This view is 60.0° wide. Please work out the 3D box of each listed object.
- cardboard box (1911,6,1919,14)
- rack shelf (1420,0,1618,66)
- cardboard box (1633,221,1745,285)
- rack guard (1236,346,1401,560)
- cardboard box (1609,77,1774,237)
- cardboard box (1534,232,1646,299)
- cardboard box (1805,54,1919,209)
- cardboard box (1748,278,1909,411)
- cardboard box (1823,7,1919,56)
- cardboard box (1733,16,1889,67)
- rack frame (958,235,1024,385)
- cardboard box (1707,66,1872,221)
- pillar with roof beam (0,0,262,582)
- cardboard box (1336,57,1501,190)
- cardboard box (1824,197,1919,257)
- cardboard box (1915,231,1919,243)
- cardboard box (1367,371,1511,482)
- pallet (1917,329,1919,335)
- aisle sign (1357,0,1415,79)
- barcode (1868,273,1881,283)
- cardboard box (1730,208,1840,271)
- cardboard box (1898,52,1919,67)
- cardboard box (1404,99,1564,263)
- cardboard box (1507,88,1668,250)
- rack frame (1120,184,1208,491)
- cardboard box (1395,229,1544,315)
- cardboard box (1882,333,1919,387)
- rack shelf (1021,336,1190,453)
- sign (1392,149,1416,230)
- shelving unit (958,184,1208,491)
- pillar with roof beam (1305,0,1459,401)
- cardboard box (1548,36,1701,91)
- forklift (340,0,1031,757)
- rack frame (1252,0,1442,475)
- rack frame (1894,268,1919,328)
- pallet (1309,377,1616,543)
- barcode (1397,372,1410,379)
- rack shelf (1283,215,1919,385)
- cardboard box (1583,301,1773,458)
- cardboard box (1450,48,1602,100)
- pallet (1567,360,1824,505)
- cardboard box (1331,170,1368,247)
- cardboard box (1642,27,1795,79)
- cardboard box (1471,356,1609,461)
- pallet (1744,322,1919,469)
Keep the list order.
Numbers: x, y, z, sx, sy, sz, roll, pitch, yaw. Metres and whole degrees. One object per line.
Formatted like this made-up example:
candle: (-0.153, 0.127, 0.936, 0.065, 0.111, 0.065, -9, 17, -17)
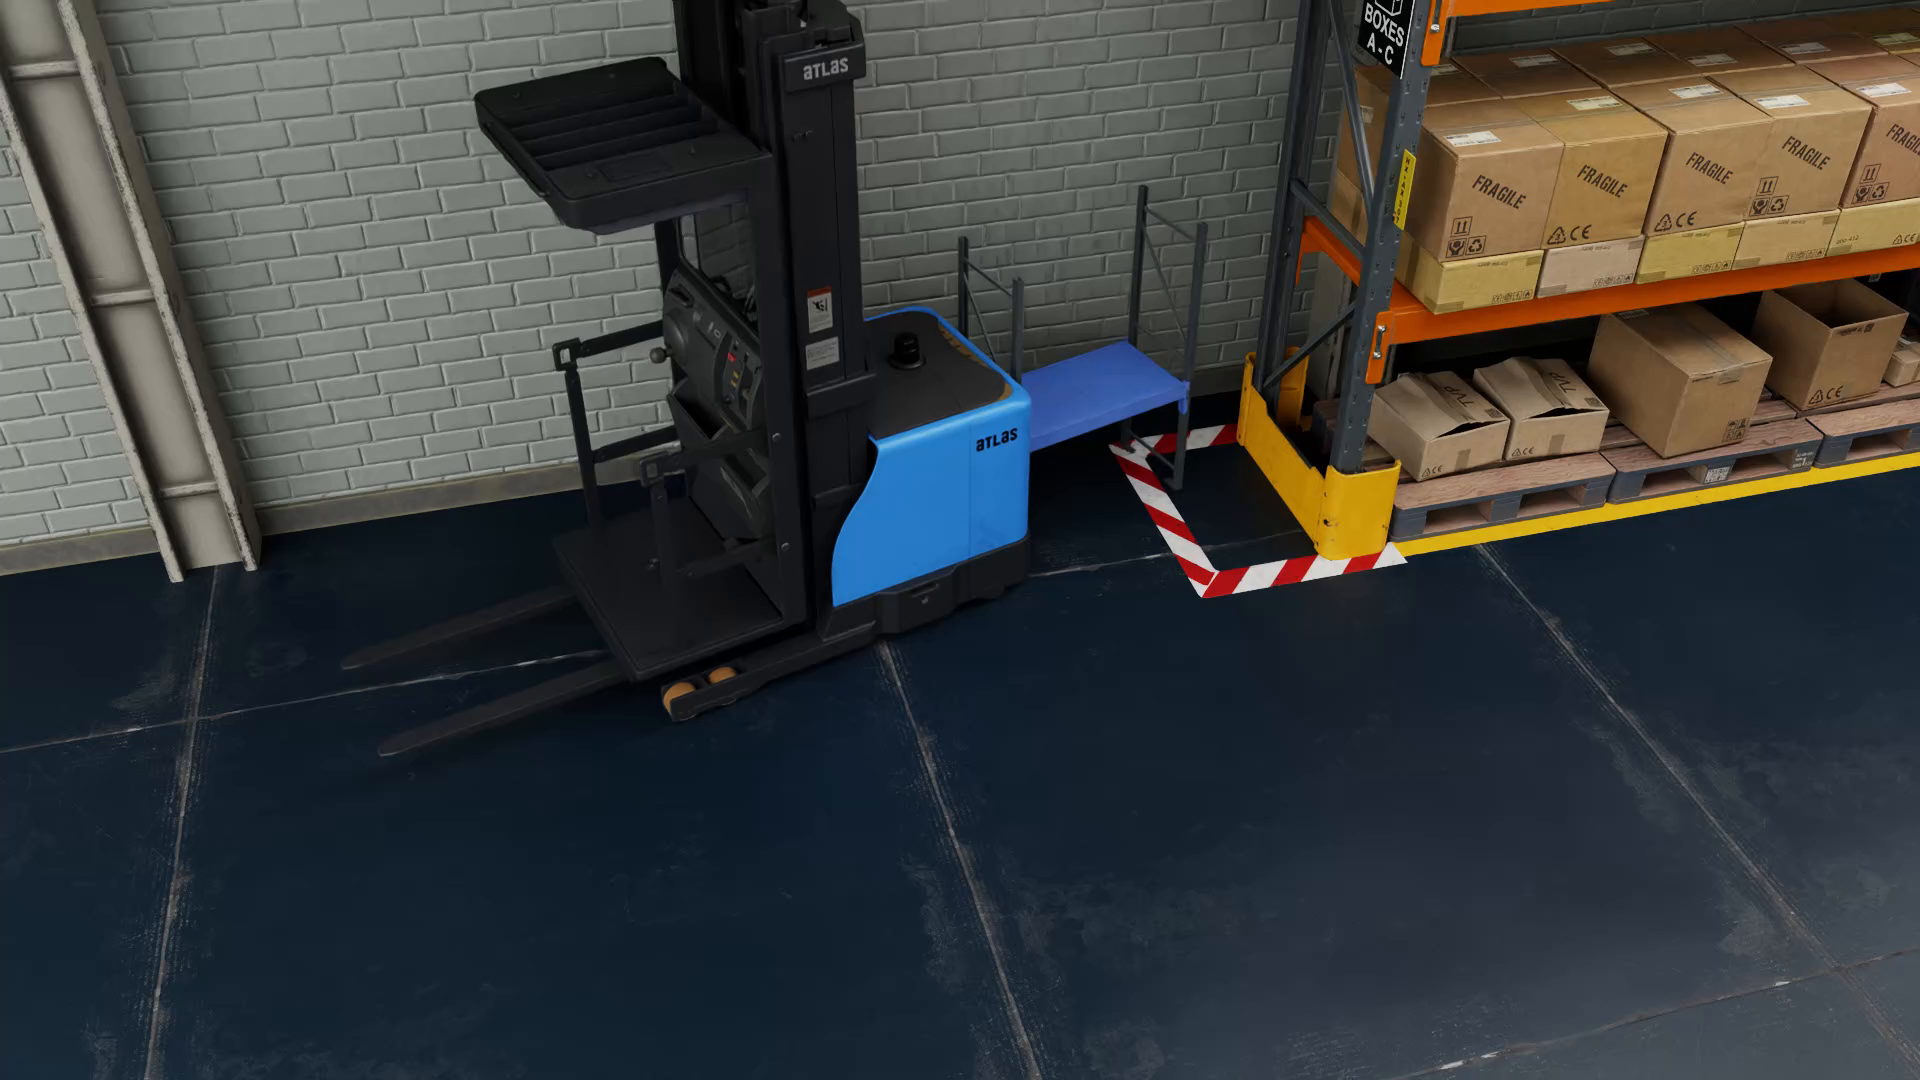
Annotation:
cardboard box: (5.070, -2.369, 8.347, 0.500, 0.500, 0.500, -10, 39, -13)
rack shelf: (3.647, -2.663, 7.365, 4.000, 0.370, 1.077, -9, 38, -12)
cardboard box: (3.261, -1.448, 7.761, 0.500, 0.250, 0.500, -10, 39, -13)
rack guard: (1.790, -0.460, 8.419, 0.348, 0.500, 1.175, -9, 38, -12)
cardboard box: (3.236, -1.737, 7.521, 0.500, 0.500, 0.500, -11, 39, -13)
cardboard box: (2.768, -1.371, 7.660, 0.500, 0.250, 0.500, -10, 39, -13)
cardboard box: (4.233, -1.909, 7.745, 0.500, 0.500, 0.500, -10, 39, -13)
cardboard box: (4.586, -1.069, 8.853, 0.500, 0.500, 0.500, -12, 39, -15)
cardboard box: (4.569, -2.289, 8.243, 0.500, 0.500, 0.500, -10, 38, -12)
cardboard box: (4.087, -2.213, 8.144, 0.500, 0.500, 0.500, -8, 38, -11)
rack frame: (0.135, -0.659, 7.856, 0.032, 1.500, 0.500, -21, 42, -25)
cardboard box: (3.731, -1.826, 7.637, 0.500, 0.500, 0.500, -8, 38, -11)
pillar with roof beam: (-2.503, -0.966, 2.086, 0.400, 9.000, 9.100, -9, 38, -12)
cardboard box: (2.116, -1.886, 7.716, 0.500, 0.500, 0.500, -10, 38, -12)
cardboard box: (4.235, -1.607, 7.969, 0.500, 0.250, 0.500, -10, 38, -12)
cardboard box: (4.717, -1.696, 8.085, 0.500, 0.250, 0.500, -9, 38, -12)
cardboard box: (2.408, -0.604, 8.402, 0.500, 0.311, 0.500, -14, 39, -17)
pallet: (6.329, -1.091, 9.482, 1.213, 0.211, 1.003, -9, 38, -12)
aisle sign: (1.725, -2.286, 6.609, 0.004, 0.787, 0.394, -9, 38, -12)
barcode: (4.994, -1.439, 9.073, 0.075, 0.075, 0.001, -9, 38, -12)
cardboard box: (3.750, -1.527, 7.864, 0.500, 0.250, 0.500, -9, 38, -12)
cardboard box: (4.722, -1.982, 7.841, 0.500, 0.500, 0.500, -10, 38, -12)
cardboard box: (2.256, -1.586, 7.324, 0.500, 0.500, 0.500, -9, 38, -12)
cardboard box: (2.735, -1.659, 7.419, 0.500, 0.500, 0.500, -9, 38, -12)
rack frame: (1.000, -0.983, 8.280, 0.032, 1.500, 0.500, -21, 42, -25)
cardboard box: (2.270, -1.280, 7.541, 0.500, 0.250, 0.500, -10, 39, -13)
cardboard box: (5.069, -1.022, 9.066, 0.250, 0.166, 0.380, -14, 40, -18)
rack shelf: (0.568, -0.678, 8.177, 1.000, 0.185, 0.538, -21, 42, -25)
sign: (1.858, -1.466, 6.965, 0.005, 0.325, 0.100, -9, 38, -12)
shelving unit: (0.568, -0.821, 8.068, 1.048, 1.500, 0.538, -21, 42, -25)
pillar with roof beam: (3.289, -1.917, 3.329, 0.400, 9.000, 9.100, -9, 38, -12)
cardboard box: (3.103, -2.045, 7.923, 0.500, 0.500, 0.500, -10, 39, -13)
forklift: (-1.204, -0.750, 6.798, 3.031, 2.935, 1.130, -19, 42, -24)
rack frame: (1.716, -1.441, 7.644, 0.127, 3.000, 1.000, -9, 38, -12)
rack frame: (5.578, -2.074, 8.472, 0.127, 3.000, 1.000, -9, 38, -12)
pallet: (2.583, -0.453, 8.648, 1.213, 0.211, 1.003, -9, 38, -12)
barcode: (2.321, -0.846, 8.709, 0.075, 0.075, 0.001, -9, 38, -12)
rack shelf: (3.647, -1.472, 8.277, 4.000, 0.370, 1.077, -9, 38, -12)
cardboard box: (3.679, -0.857, 8.576, 0.500, 0.500, 0.700, -12, 39, -15)
cardboard box: (2.605, -1.960, 7.813, 0.500, 0.500, 0.500, -9, 38, -11)
pallet: (3.759, -0.644, 8.898, 1.213, 0.211, 1.003, -9, 38, -12)
cardboard box: (2.117, -1.577, 7.929, 0.500, 0.250, 0.500, -9, 38, -11)
cardboard box: (3.589, -2.125, 8.028, 0.500, 0.500, 0.500, -9, 38, -11)
cardboard box: (2.958, -0.695, 8.520, 0.500, 0.311, 0.500, -6, 38, -8)
pallet: (4.939, -0.840, 9.153, 1.213, 0.211, 1.003, -9, 38, -12)
